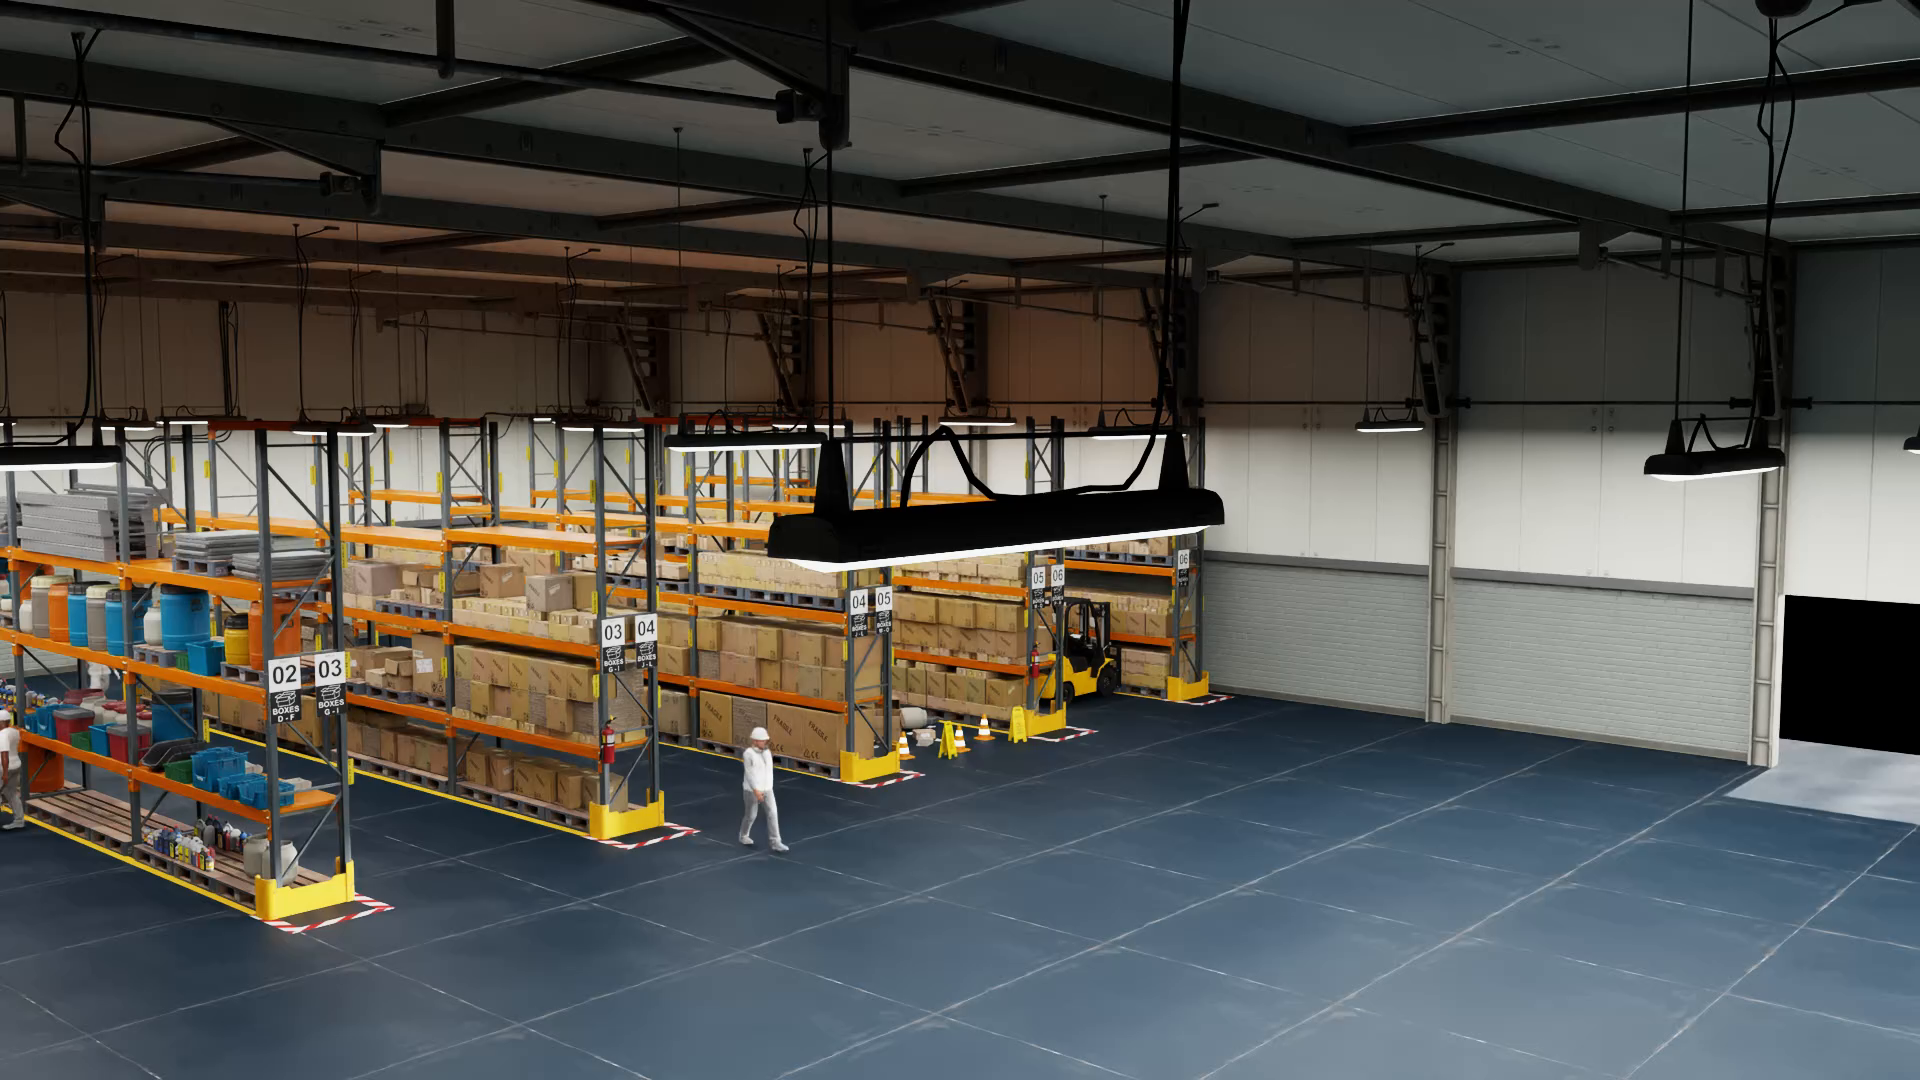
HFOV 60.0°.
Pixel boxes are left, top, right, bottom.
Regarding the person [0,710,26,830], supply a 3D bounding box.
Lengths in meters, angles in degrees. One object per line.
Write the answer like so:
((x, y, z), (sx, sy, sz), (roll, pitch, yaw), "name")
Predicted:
((-14.178, 3.408, 24.601), (0.625, 1.775, 0.646), (0, 5, -2), "person")

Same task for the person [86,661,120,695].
((-17.106, 2.686, 33.096), (1.034, 1.724, 0.681), (4, 6, 42), "person")

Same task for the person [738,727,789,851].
((-2.795, 3.504, 23.502), (0.532, 1.713, 0.988), (-4, 6, -43), "person")
